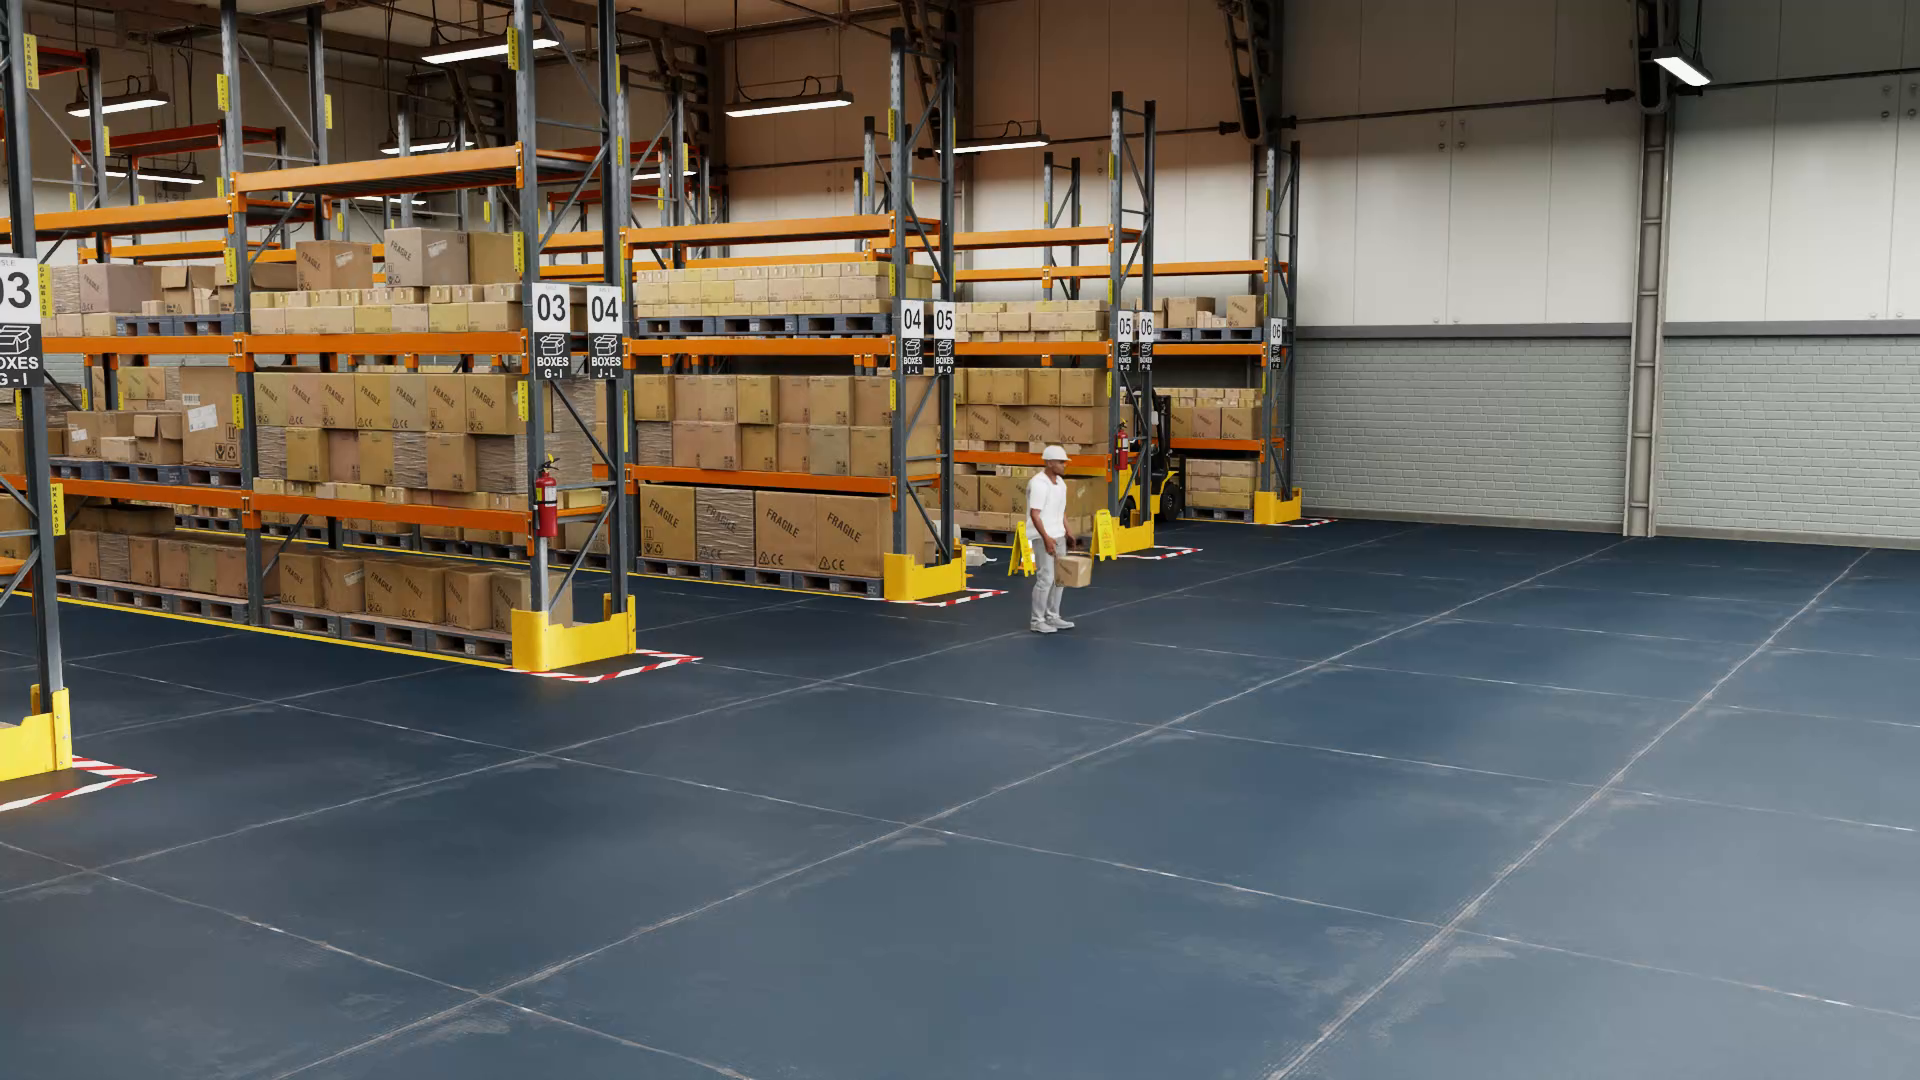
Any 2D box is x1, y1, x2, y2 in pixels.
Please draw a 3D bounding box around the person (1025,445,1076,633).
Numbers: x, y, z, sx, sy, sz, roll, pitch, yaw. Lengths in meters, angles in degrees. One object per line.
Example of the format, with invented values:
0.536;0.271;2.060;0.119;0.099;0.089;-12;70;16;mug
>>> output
0.853;-0.018;15.845;0.419;1.766;0.586;4;7;32;person
